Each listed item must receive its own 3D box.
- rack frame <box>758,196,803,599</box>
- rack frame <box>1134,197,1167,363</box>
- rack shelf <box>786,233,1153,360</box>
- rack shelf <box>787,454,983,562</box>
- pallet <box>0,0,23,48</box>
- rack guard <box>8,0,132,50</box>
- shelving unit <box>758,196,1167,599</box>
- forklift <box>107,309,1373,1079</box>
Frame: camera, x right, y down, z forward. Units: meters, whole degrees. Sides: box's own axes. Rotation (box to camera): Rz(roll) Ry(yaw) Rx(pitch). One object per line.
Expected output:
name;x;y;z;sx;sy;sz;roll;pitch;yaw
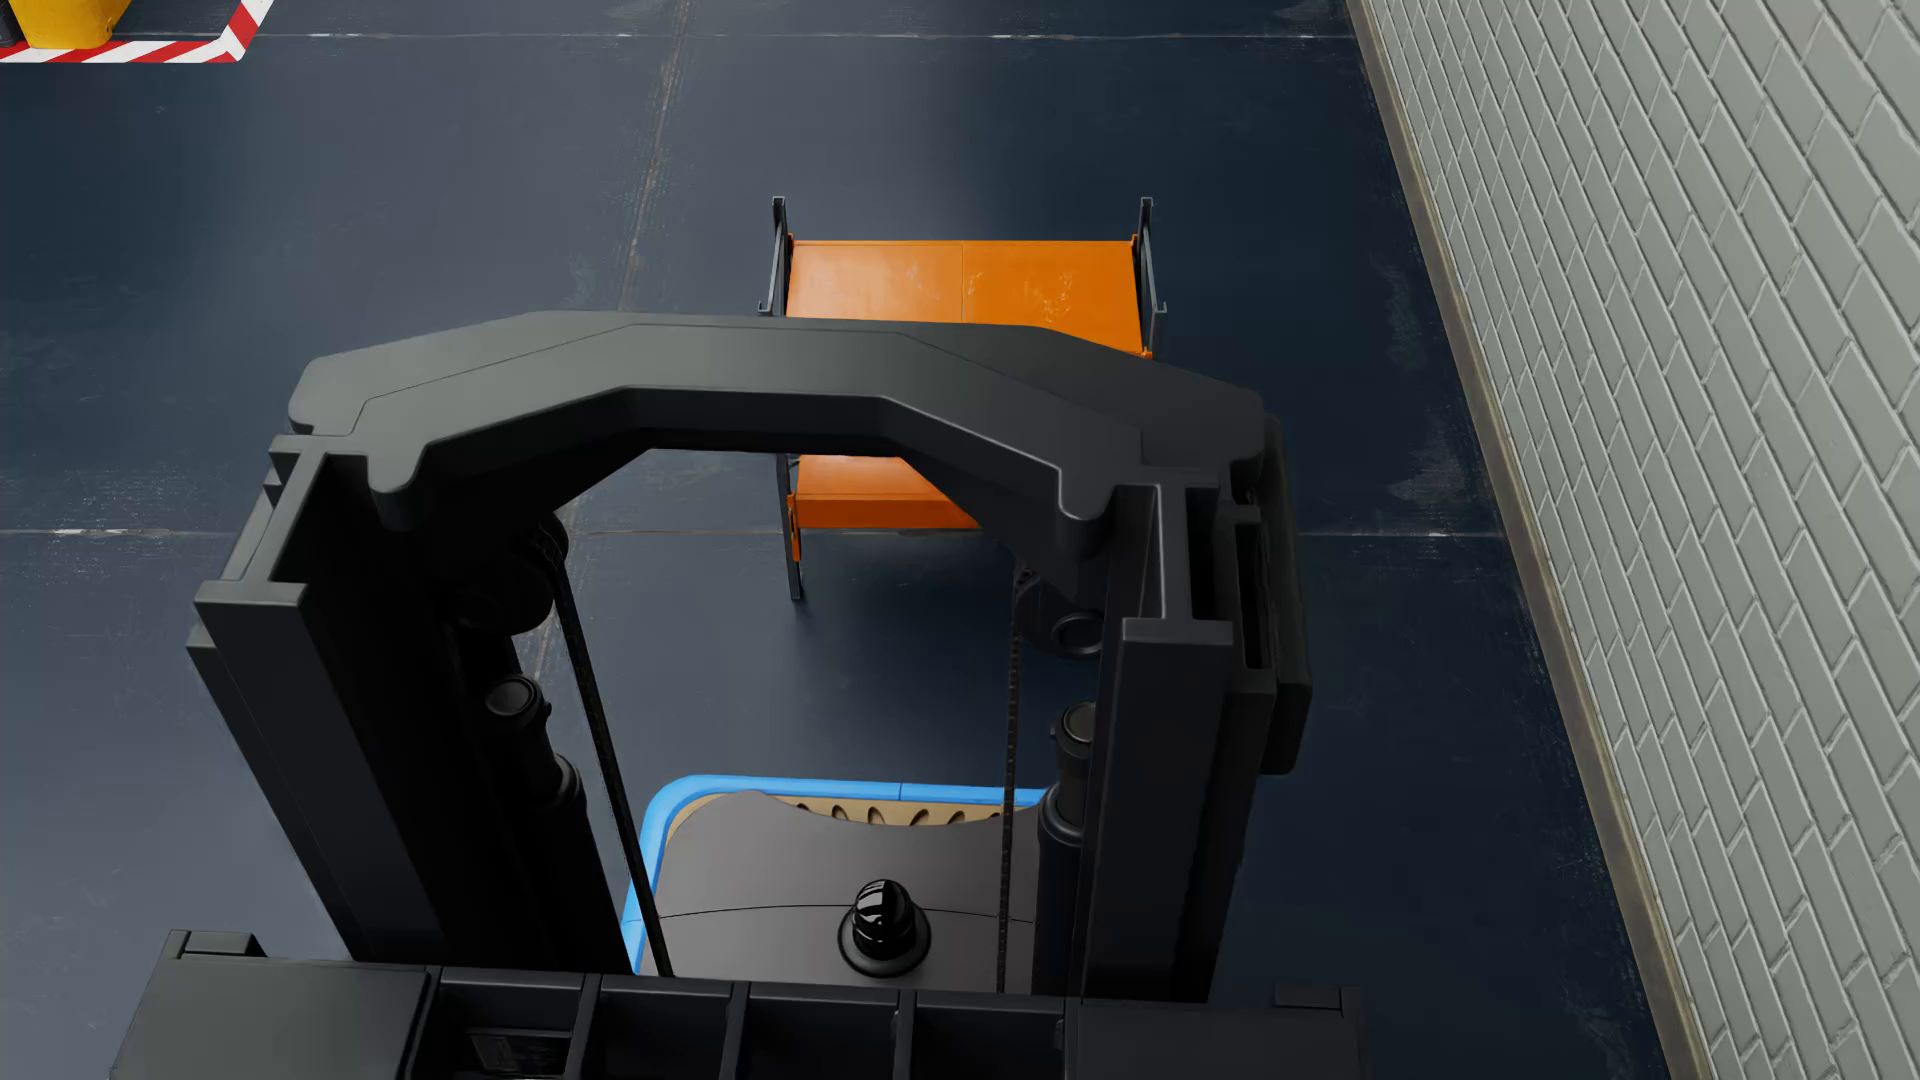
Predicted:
rack frame;-0.502;-0.385;4.840;0.032;1.125;0.500;0;47;0
rack frame;0.515;-0.382;4.837;0.032;1.125;0.500;0;47;0
rack shelf;0.007;-0.583;4.624;1.000;0.278;0.538;0;47;0
rack shelf;0.007;-0.217;5.017;1.000;0.278;0.538;0;47;0
pallet;-4.726;-2.581;7.508;1.213;0.211;1.003;0;47;0
rack guard;-3.902;-2.735;7.454;0.348;0.500;1.175;0;47;0
shelving unit;0.007;-0.383;4.838;1.048;1.125;0.538;0;47;0
forklift;-0.199;1.300;2.037;1.130;2.935;3.031;2;47;2
